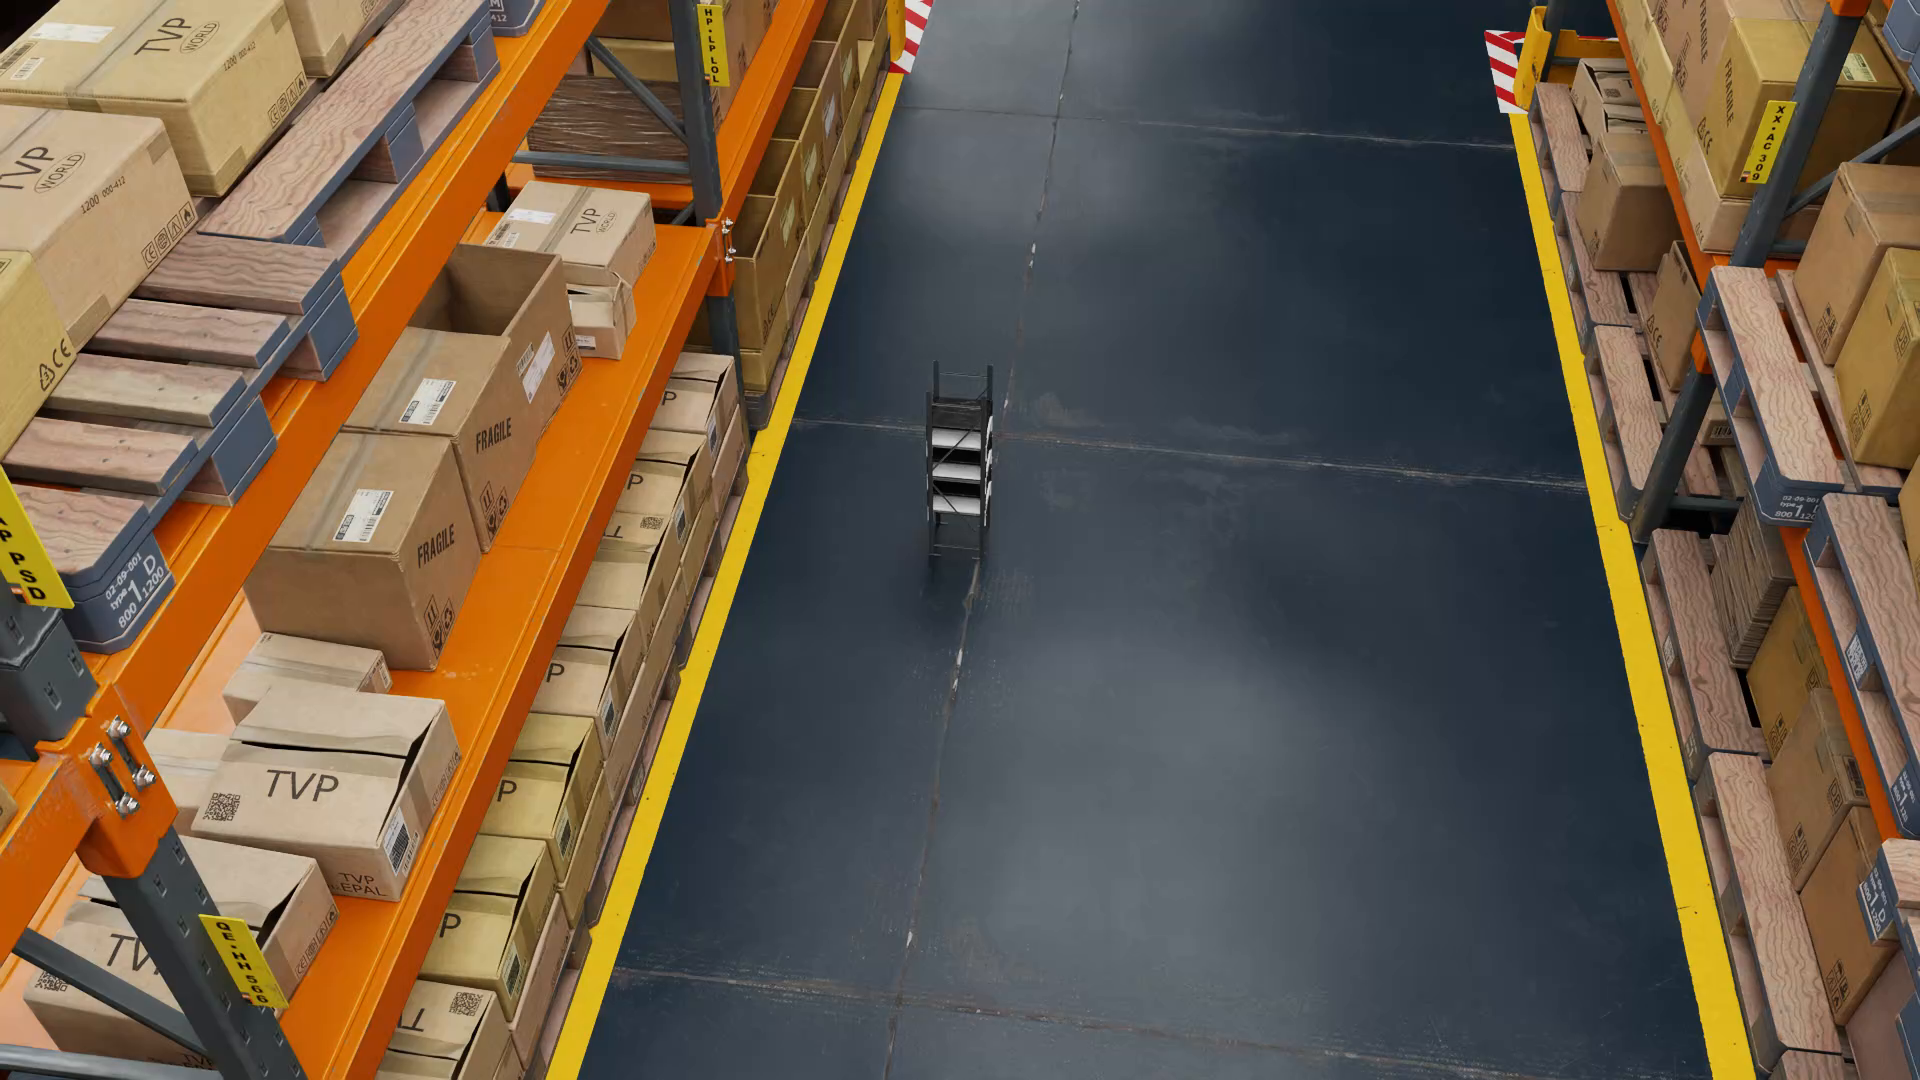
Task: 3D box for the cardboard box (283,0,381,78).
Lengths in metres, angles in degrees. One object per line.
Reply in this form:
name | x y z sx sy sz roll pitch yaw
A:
cardboard box | -1.785 -1.404 4.195 0.500 0.250 0.500 2 43 2

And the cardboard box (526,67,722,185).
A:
cardboard box | -1.419 -1.853 6.975 0.700 0.500 0.500 4 44 4

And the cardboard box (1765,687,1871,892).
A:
cardboard box | 3.232 0.886 5.653 0.700 0.500 0.500 6 44 6

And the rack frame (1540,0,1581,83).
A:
rack frame | 3.968 -3.792 9.095 1.000 3.000 0.127 5 44 6

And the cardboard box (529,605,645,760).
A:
cardboard box | -1.442 0.468 5.883 0.500 0.311 0.500 5 44 5

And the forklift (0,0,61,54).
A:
forklift | -3.673 -1.324 6.539 1.130 2.935 3.031 11 45 11

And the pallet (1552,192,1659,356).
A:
pallet | 3.652 -1.348 8.543 1.003 0.211 1.213 5 44 6

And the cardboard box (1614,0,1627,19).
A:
cardboard box | 3.461 -2.739 8.078 0.500 0.250 0.500 5 44 5

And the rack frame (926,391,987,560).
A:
rack frame | -0.015 -0.252 6.884 0.240 0.900 0.006 5 44 6

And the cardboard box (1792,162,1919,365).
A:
cardboard box | 3.338 -0.918 5.668 0.700 0.500 0.500 5 44 6

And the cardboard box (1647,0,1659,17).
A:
cardboard box | 3.401 -2.679 7.469 0.500 0.500 0.500 6 44 7

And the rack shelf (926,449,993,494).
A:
rack shelf | -0.001 -0.297 6.980 0.258 0.077 0.200 5 44 6

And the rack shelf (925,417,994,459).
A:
rack shelf | -0.001 -0.428 6.856 0.258 0.077 0.200 5 44 6

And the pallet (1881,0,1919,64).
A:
pallet | 3.252 -1.676 4.816 1.213 0.211 1.003 5 44 6

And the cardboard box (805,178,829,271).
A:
cardboard box | -0.968 -1.637 8.514 0.500 0.250 0.500 5 44 6

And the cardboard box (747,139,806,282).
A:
cardboard box | -1.042 -1.569 7.897 0.500 0.500 0.500 5 44 6

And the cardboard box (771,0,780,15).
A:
cardboard box | -1.219 -2.904 8.085 0.700 0.500 0.500 6 44 7

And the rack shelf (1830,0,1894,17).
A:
rack shelf | 3.175 -0.531 3.993 1.077 0.370 4.000 5 44 6

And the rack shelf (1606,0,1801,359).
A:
rack shelf | 3.703 -2.168 7.903 1.077 0.370 4.000 5 44 6

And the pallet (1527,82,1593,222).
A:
pallet | 3.815 -2.177 9.418 1.003 0.211 1.213 5 44 6

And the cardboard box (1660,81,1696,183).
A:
cardboard box | 3.275 -1.708 6.989 0.500 0.250 0.500 5 44 6

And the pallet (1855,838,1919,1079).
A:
pallet | 2.899 1.234 3.926 1.213 0.211 1.003 5 44 6

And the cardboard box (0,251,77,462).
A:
cardboard box | -1.996 -0.289 3.018 0.500 0.250 0.500 2 43 2

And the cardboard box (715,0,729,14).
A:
cardboard box | -1.179 -2.298 6.973 0.380 0.149 0.250 4 44 4

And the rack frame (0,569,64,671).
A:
rack frame | -2.001 -0.966 1.748 1.000 3.000 0.127 5 44 6

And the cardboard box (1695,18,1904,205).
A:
cardboard box | 3.195 -1.641 6.373 0.500 0.500 0.500 5 44 5

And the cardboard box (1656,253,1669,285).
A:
cardboard box | 3.670 -1.279 8.195 0.380 0.149 0.250 2 43 2

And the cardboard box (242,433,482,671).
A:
cardboard box | -1.795 0.031 4.985 0.500 0.500 0.500 3 44 3

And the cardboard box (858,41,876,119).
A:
cardboard box | -0.775 -2.660 9.594 0.500 0.250 0.500 5 44 6

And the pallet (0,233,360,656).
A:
pallet | -1.999 -0.279 3.341 1.213 0.211 1.003 7 44 7

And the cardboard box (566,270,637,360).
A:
cardboard box | -1.406 -0.849 6.085 0.396 0.266 0.258 4 44 4

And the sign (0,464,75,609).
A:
sign | -1.463 -0.014 2.548 0.100 0.325 0.005 5 44 6

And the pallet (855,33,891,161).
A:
pallet | -1.002 -2.702 9.973 1.003 0.211 1.213 5 44 6

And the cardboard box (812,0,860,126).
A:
cardboard box | -0.837 -2.591 8.976 0.500 0.500 0.500 5 44 6

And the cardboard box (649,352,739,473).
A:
cardboard box | -1.241 -0.569 6.978 0.500 0.311 0.500 5 44 6

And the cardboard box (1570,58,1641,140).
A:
cardboard box | 3.787 -2.512 9.379 0.500 0.311 0.500 1 43 1

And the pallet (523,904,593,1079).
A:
pallet | -1.853 1.667 5.358 1.003 0.211 1.213 5 44 6

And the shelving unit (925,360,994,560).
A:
shelving unit | -0.001 -0.321 6.957 0.258 0.900 0.210 5 44 6

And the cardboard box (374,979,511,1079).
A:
cardboard box | -1.640 1.524 4.767 0.500 0.311 0.500 7 44 7

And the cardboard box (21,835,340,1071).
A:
cardboard box | -1.909 1.001 4.098 0.500 0.311 0.500 8 44 8

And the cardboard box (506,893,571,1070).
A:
cardboard box | -1.575 1.385 5.322 0.500 0.250 0.500 4 44 4

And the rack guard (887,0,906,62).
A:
rack guard | -0.940 -3.349 10.445 1.175 0.500 0.348 5 44 6

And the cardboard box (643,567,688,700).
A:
cardboard box | -1.375 0.334 6.432 0.500 0.250 0.500 6 44 6
